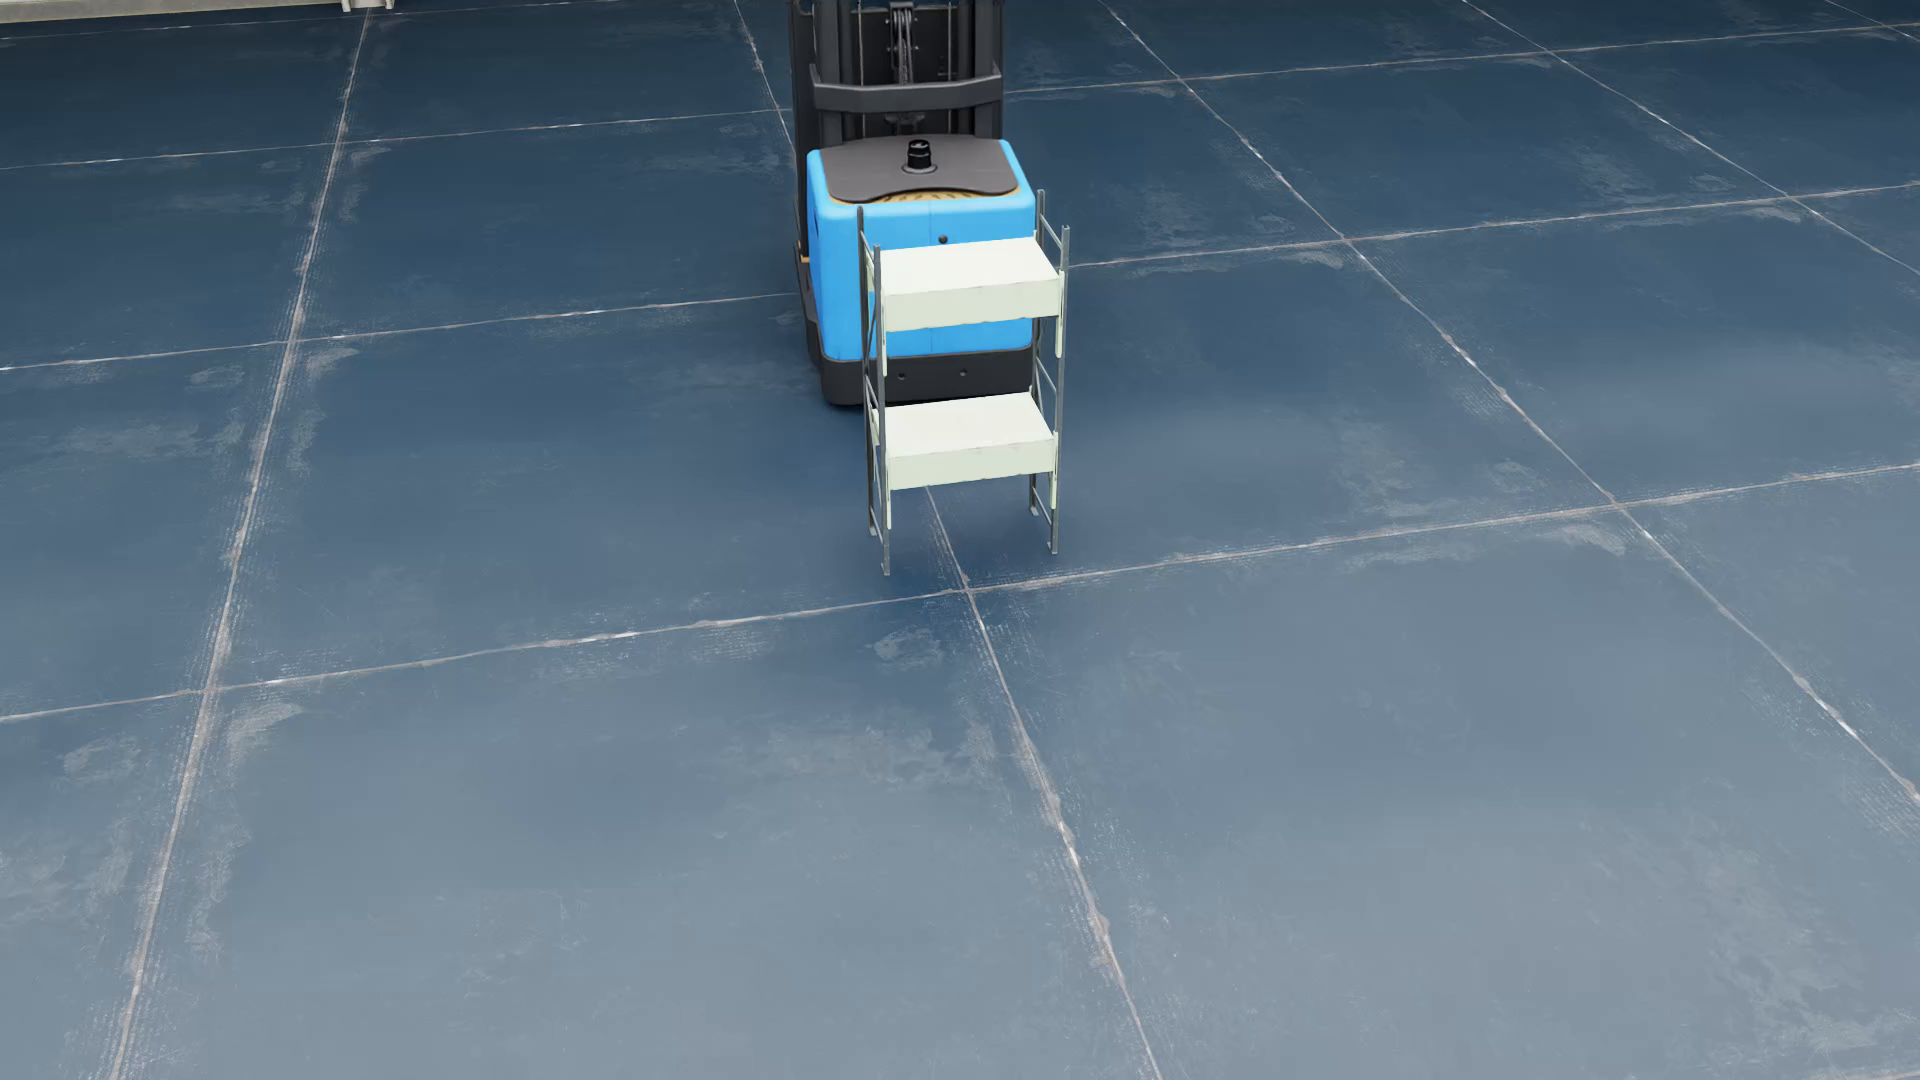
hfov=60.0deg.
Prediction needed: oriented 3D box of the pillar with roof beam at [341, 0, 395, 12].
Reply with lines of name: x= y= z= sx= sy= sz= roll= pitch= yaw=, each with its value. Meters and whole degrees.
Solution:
pillar with roof beam: x=-4.000 y=-5.881 z=7.938 sx=0.400 sy=9.000 sz=9.100 roll=-7 pitch=35 yaw=-11

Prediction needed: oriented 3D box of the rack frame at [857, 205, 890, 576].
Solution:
rack frame: x=-0.350 y=-0.579 z=6.766 sx=0.023 sy=1.500 sz=0.400 roll=-7 pitch=35 yaw=-11

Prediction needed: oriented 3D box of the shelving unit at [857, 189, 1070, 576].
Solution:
shelving unit: x=0.007 y=-0.624 z=6.833 sx=0.755 sy=1.500 sz=0.431 roll=-7 pitch=35 yaw=-11

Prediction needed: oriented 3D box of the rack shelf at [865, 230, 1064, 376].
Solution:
rack shelf: x=0.007 y=-0.948 z=6.616 sx=0.720 sy=0.370 sz=0.431 roll=-7 pitch=35 yaw=-11

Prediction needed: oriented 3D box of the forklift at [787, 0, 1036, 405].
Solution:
forklift: x=-0.356 y=-2.683 z=8.618 sx=1.130 sy=2.935 sz=3.031 roll=-5 pitch=34 yaw=-7

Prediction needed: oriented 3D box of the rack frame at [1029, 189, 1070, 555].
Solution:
rack frame: x=0.363 y=-0.669 z=6.900 sx=0.023 sy=1.500 sz=0.400 roll=-7 pitch=35 yaw=-11

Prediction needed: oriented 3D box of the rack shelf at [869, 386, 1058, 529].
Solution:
rack shelf: x=0.007 y=-0.353 z=7.015 sx=0.720 sy=0.370 sz=0.431 roll=-7 pitch=35 yaw=-11
